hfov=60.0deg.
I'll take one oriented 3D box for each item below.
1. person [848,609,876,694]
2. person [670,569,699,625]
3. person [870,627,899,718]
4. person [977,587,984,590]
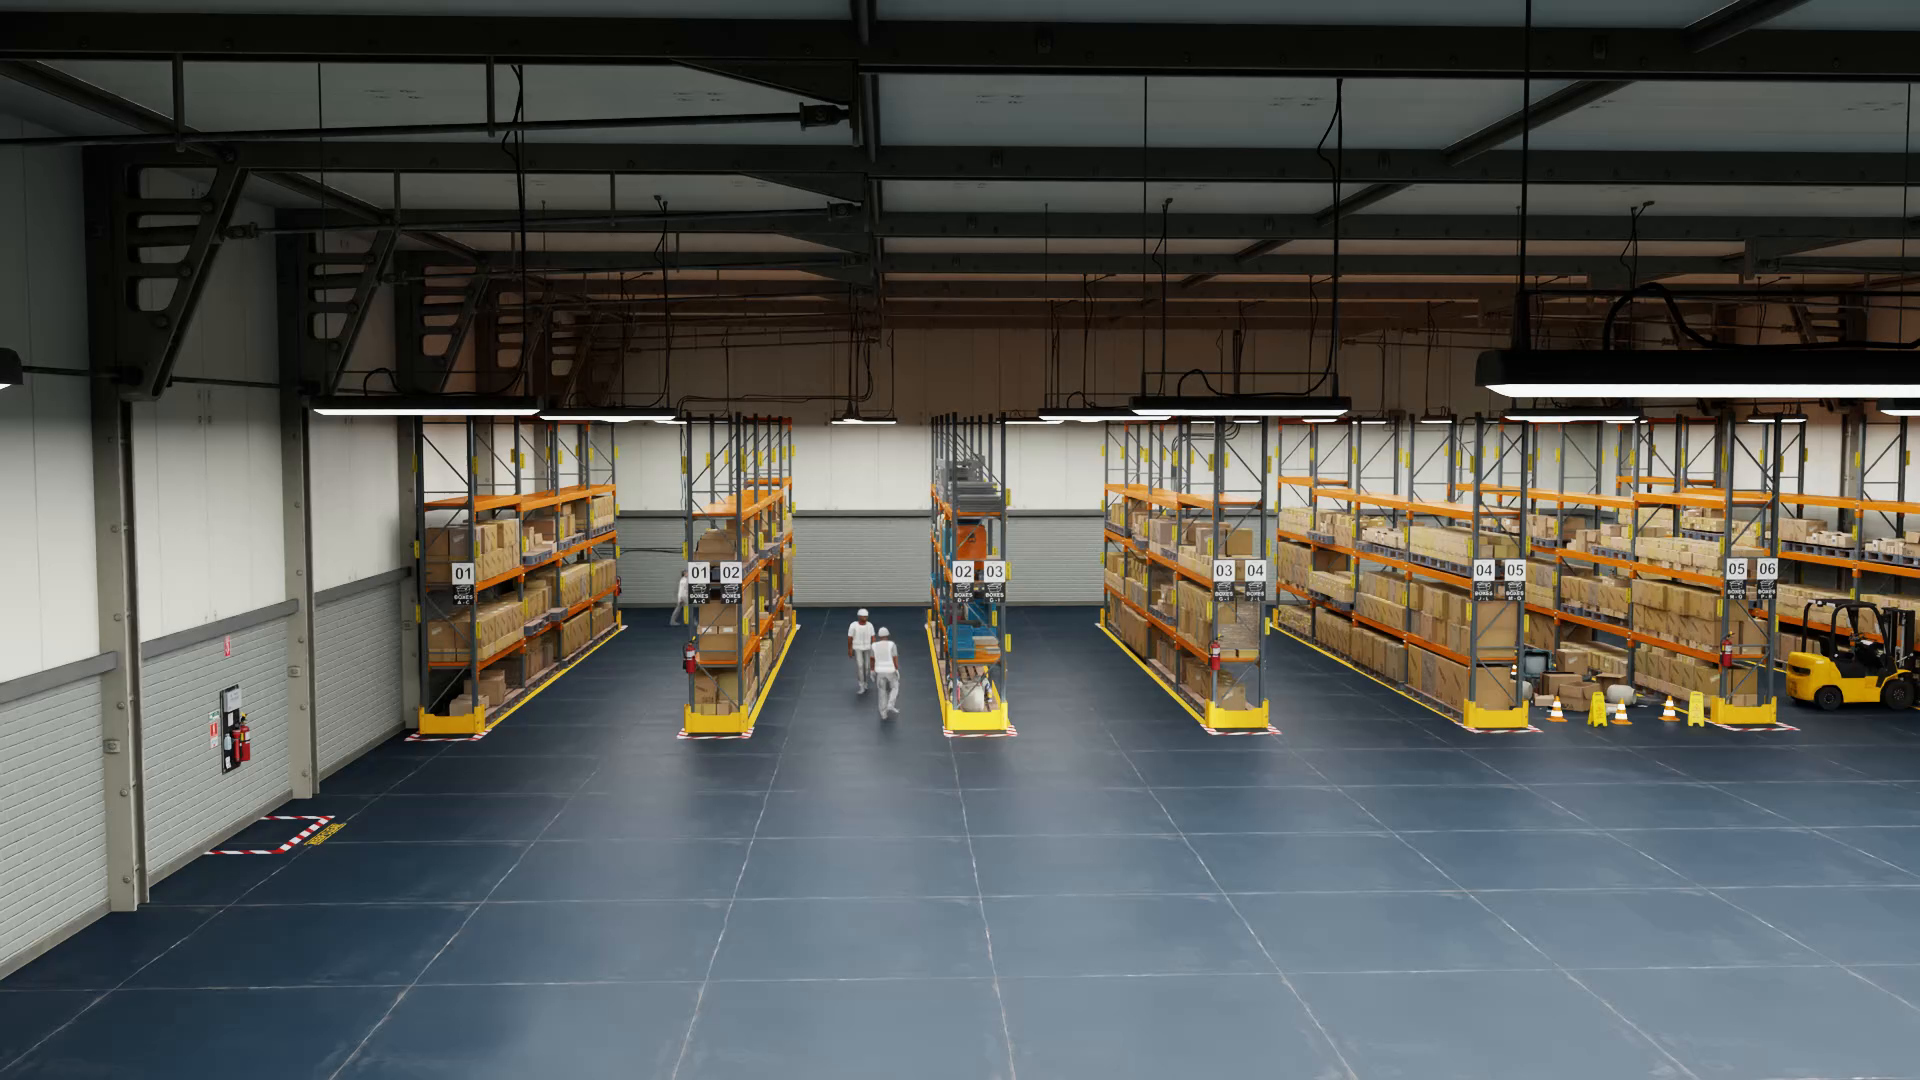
[{"bbox_3d":[-2.064,2.403,35.994,0.593,1.783,0.688,-2,4,-23],"label":"person"},{"bbox_3d":[-7.886,1.626,47.849,0.935,1.625,0.452,-1,4,-19],"label":"person"},{"bbox_3d":[-1.484,2.606,32.680,0.592,1.777,0.504,0,4,7],"label":"person"},{"bbox_3d":[0.738,1.595,48.428,0.479,1.620,1.072,-3,5,-39],"label":"person"}]
